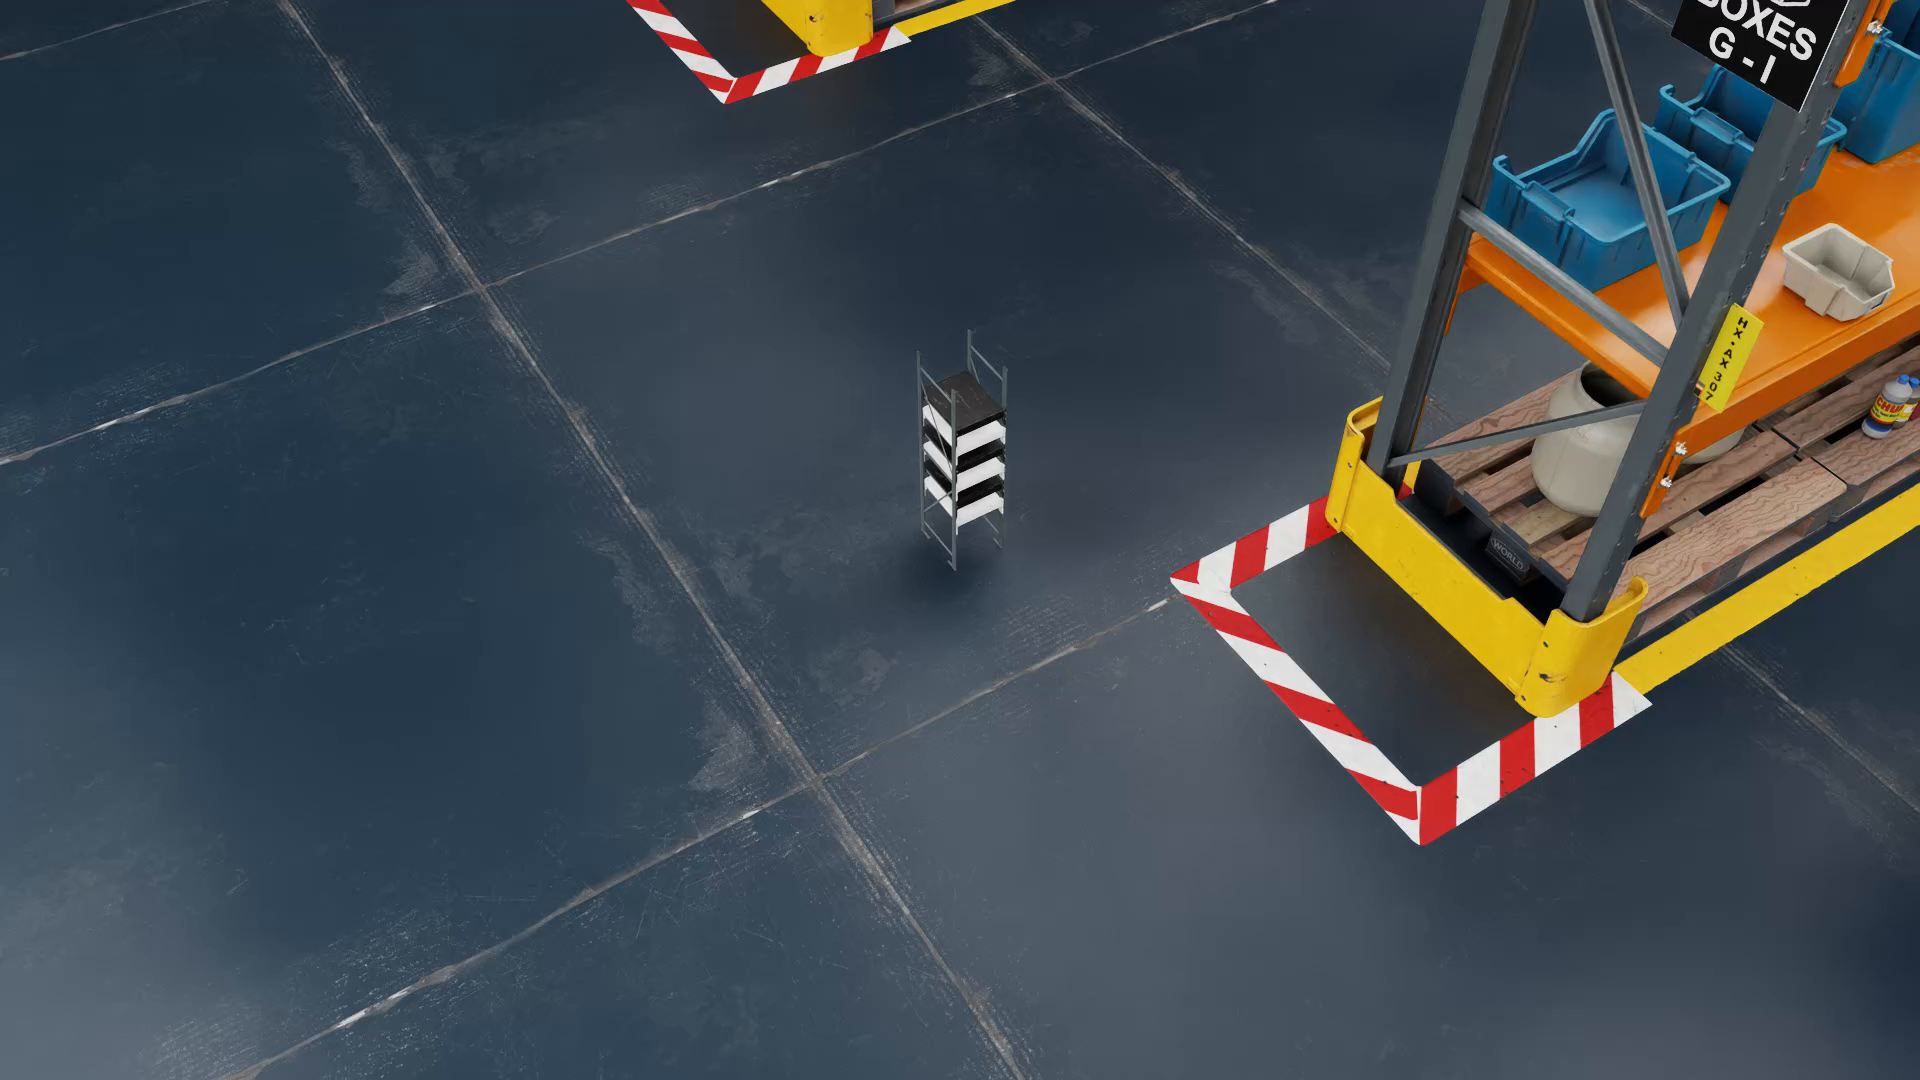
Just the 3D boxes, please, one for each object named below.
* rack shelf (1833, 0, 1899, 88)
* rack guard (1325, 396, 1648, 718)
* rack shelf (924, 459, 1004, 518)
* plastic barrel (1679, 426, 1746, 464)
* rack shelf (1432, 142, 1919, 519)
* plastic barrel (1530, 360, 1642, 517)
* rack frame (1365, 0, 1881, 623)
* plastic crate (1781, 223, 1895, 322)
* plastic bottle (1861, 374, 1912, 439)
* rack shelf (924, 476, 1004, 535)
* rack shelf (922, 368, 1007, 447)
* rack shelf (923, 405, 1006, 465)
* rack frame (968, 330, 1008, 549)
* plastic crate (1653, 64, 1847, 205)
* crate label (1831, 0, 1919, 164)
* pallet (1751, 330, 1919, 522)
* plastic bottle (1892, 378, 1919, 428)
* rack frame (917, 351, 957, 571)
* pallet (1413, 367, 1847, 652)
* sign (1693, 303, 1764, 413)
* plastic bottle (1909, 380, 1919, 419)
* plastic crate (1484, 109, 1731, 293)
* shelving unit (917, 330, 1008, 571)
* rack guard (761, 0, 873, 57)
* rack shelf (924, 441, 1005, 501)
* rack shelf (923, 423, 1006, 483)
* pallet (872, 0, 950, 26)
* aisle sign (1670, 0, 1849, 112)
[{"bbox_3d":[3.474,-2.301,4.763,4.000,0.370,1.077,-25,53,-21],"label":"rack shelf"},{"bbox_3d":[1.822,0.026,5.892,0.348,0.500,1.175,-25,53,-21],"label":"rack guard"},{"bbox_3d":[0.007,-0.220,6.009,0.200,0.077,0.258,-25,53,-21],"label":"rack shelf"},{"bbox_3d":[2.722,-0.568,6.132,0.421,0.512,0.421,0,48,0],"label":"plastic barrel"},{"bbox_3d":[3.474,-1.303,5.884,4.000,0.370,1.077,-25,53,-21],"label":"rack shelf"},{"bbox_3d":[2.298,-0.368,5.954,0.421,0.512,0.421,0,48,0],"label":"plastic barrel"},{"bbox_3d":[1.783,-0.745,4.905,0.127,3.000,1.000,-25,53,-21],"label":"rack frame"},{"bbox_3d":[2.711,-0.811,5.140,0.250,0.136,0.298,-25,53,-21],"label":"plastic crate"},{"bbox_3d":[3.482,-0.510,6.228,0.097,0.271,0.097,0,48,0],"label":"plastic bottle"},{"bbox_3d":[0.007,-0.161,6.076,0.200,0.077,0.258,-25,53,-21],"label":"rack shelf"},{"bbox_3d":[0.007,-0.460,5.740,0.200,0.077,0.258,-25,53,-21],"label":"rack shelf"},{"bbox_3d":[0.007,-0.400,5.807,0.200,0.077,0.258,-25,53,-21],"label":"rack shelf"},{"bbox_3d":[0.093,-0.343,5.953,0.006,0.900,0.240,-25,53,-21],"label":"rack frame"},{"bbox_3d":[2.598,-1.340,5.534,0.408,0.251,0.499,-25,53,-21],"label":"plastic crate"},{"bbox_3d":[3.195,-1.661,5.697,0.616,0.435,0.502,-25,53,-21],"label":"crate label"},{"bbox_3d":[3.542,-0.681,6.715,1.213,0.211,1.003,-25,53,-21],"label":"pallet"},{"bbox_3d":[3.570,-0.528,6.291,0.097,0.201,0.097,0,48,0],"label":"plastic bottle"},{"bbox_3d":[-0.079,-0.262,5.881,0.006,0.900,0.240,-25,53,-21],"label":"rack frame"},{"bbox_3d":[2.512,-0.198,6.285,1.213,0.211,1.003,-25,53,-21],"label":"pallet"},{"bbox_3d":[2.072,-0.488,4.491,0.005,0.325,0.100,-25,53,-21],"label":"sign"},{"bbox_3d":[3.683,-0.593,6.293,0.133,0.283,0.061,-24,53,-20],"label":"plastic bottle"},{"bbox_3d":[2.046,-1.084,5.307,0.616,0.251,0.499,-25,53,-21],"label":"plastic crate"},{"bbox_3d":[0.007,-0.302,5.917,0.210,0.900,0.258,-25,53,-21],"label":"shelving unit"},{"bbox_3d":[-0.878,-3.034,8.618,0.348,0.500,1.175,-25,53,-21],"label":"rack guard"},{"bbox_3d":[0.007,-0.280,5.942,0.200,0.077,0.258,-25,53,-21],"label":"rack shelf"},{"bbox_3d":[0.007,-0.340,5.874,0.200,0.077,0.258,-25,53,-21],"label":"rack shelf"},{"bbox_3d":[-0.233,-3.279,9.029,1.213,0.211,1.003,-25,53,-21],"label":"pallet"},{"bbox_3d":[1.878,-1.396,3.744,0.004,0.787,0.394,-25,53,-21],"label":"aisle sign"}]
